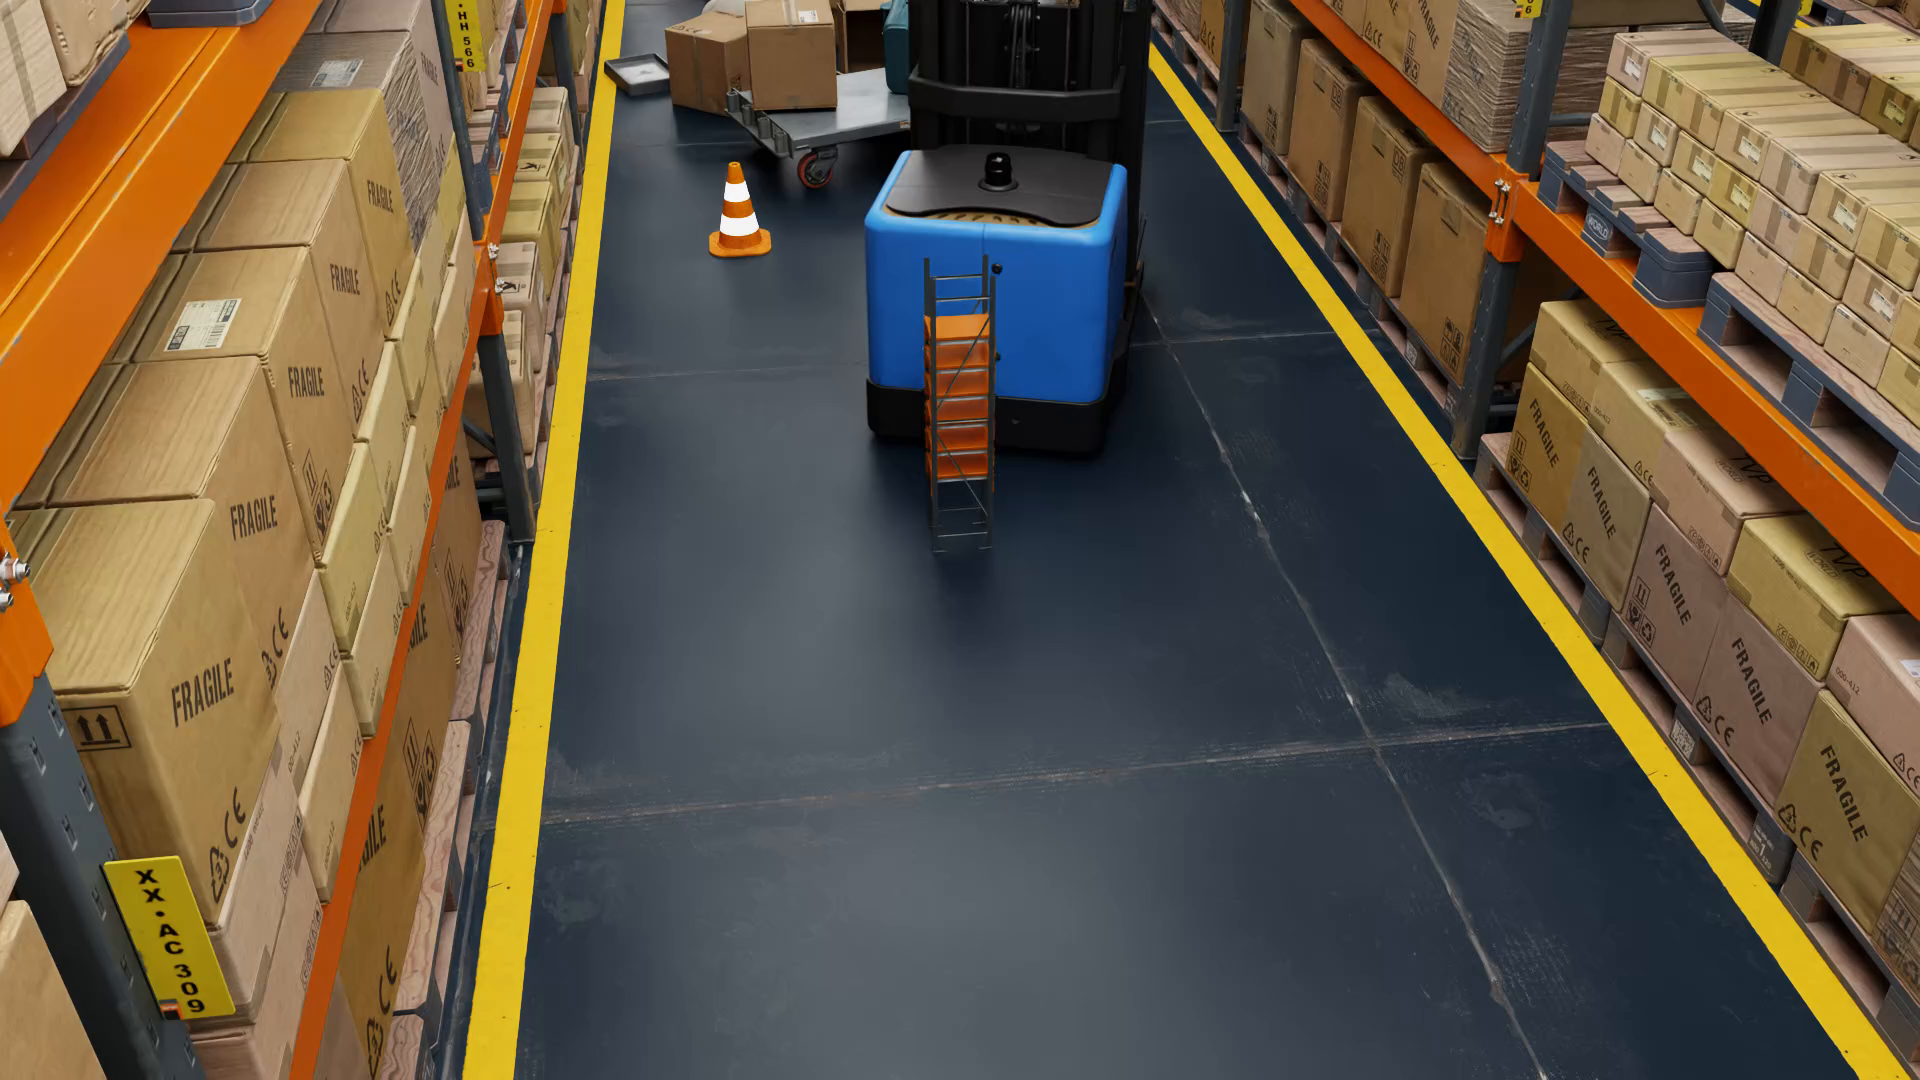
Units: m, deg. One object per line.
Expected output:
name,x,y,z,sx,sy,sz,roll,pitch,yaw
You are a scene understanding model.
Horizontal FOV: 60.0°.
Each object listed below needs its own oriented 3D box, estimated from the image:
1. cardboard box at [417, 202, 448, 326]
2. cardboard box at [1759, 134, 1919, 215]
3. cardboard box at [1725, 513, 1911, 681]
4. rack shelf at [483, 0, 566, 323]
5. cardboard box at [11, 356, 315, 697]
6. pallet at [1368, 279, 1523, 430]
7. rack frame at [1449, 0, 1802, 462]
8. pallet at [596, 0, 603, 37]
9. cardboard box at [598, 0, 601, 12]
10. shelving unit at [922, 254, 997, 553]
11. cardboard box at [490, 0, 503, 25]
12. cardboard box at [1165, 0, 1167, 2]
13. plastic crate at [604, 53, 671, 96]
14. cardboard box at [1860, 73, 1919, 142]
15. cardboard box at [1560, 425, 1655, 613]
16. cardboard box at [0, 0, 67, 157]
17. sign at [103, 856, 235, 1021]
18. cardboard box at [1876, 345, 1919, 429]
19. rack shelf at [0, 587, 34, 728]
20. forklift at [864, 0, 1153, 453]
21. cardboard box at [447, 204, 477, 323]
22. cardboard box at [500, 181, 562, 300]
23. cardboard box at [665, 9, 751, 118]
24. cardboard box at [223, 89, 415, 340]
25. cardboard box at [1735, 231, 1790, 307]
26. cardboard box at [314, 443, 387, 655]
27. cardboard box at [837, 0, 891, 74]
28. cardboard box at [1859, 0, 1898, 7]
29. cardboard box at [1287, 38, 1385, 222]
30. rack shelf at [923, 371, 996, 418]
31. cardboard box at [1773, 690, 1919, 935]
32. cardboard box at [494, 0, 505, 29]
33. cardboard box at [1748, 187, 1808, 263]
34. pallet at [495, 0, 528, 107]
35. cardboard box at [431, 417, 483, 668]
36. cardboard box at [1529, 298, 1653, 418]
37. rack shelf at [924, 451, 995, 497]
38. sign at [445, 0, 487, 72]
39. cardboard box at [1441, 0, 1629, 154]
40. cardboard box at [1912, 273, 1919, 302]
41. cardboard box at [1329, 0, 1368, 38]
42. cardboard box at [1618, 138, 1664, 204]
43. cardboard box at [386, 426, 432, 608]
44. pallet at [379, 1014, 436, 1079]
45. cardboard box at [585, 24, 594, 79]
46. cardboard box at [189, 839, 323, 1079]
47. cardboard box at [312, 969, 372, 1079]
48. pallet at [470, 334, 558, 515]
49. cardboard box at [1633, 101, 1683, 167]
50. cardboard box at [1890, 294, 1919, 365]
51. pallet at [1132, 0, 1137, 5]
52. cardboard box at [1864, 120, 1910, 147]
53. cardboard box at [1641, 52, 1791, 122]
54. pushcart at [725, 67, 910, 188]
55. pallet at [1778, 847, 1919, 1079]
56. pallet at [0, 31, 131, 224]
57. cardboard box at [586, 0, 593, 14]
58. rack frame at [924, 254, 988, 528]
cardboard box,-1.835,-0.828,4.991,0.500,0.250,0.500,-5,35,-8
cardboard box,2.678,-1.109,5.035,0.380,0.149,0.250,-3,34,-4
cardboard box,2.714,0.152,5.044,0.500,0.250,0.500,-6,35,-8
rack shelf,-2.493,-2.039,7.717,1.077,0.370,4.000,-4,35,-6
cardboard box,-1.556,0.008,3.098,0.500,0.500,0.500,-5,35,-7
pallet,2.636,-0.945,7.949,1.003,0.211,1.213,-4,35,-6
rack frame,2.667,-1.652,6.510,1.000,3.000,0.127,-4,35,-6
pallet,-3.216,-4.034,12.482,1.003,0.211,1.213,-4,35,-6
cardboard box,-2.863,-4.001,12.027,0.500,0.250,0.500,-4,35,-6
shelving unit,-0.002,-0.504,6.424,0.258,1.200,0.189,-4,35,-6
cardboard box,-2.210,-2.413,6.901,0.500,0.500,0.500,-4,34,-6
cardboard box,1.868,-4.547,12.272,0.875,0.875,0.875,-5,35,-7
plastic crate,-2.161,-3.184,11.351,0.402,0.080,0.583,-16,38,-23
cardboard box,3.254,-1.442,5.524,0.380,0.149,0.250,-3,34,-5
cardboard box,2.581,-0.098,6.077,0.500,0.500,0.500,-4,34,-6
cardboard box,-1.407,-0.651,2.125,0.396,0.266,0.258,-5,35,-7
sign,-1.136,0.579,2.398,0.100,0.325,0.005,-4,35,-6
cardboard box,2.777,-0.422,4.557,0.380,0.149,0.250,-3,34,-4
rack shelf,-1.417,1.186,0.322,1.077,0.370,4.000,-4,35,-6
forklift,0.353,-2.409,7.682,1.130,2.935,3.031,6,35,8
cardboard box,-1.899,-0.896,5.534,0.500,0.250,0.500,-6,35,-8
cardboard box,-2.494,-1.459,8.187,0.950,0.372,0.625,-3,34,-5
cardboard box,-1.558,-3.121,10.884,0.500,0.500,0.500,20,39,26
cardboard box,-1.758,-0.843,4.346,0.500,0.500,0.500,-4,35,-6
cardboard box,2.676,-0.857,5.194,0.380,0.149,0.250,-3,34,-5
cardboard box,-1.605,0.028,3.735,0.500,0.250,0.500,-4,34,-6
cardboard box,-0.421,-3.399,11.171,0.797,0.637,0.503,-4,35,-6
cardboard box,6.798,-4.229,12.139,0.500,0.500,0.500,-7,35,-11
cardboard box,2.428,-2.249,9.012,1.050,0.750,0.750,-4,35,-6
rack shelf,-0.002,-0.566,6.381,0.258,0.103,0.180,-4,35,-6
cardboard box,2.787,0.760,4.818,0.500,0.500,0.500,-5,35,-8
cardboard box,-2.253,-2.391,7.445,0.380,0.149,0.250,-3,34,-5
cardboard box,2.678,-0.980,5.110,0.380,0.149,0.250,-4,35,-6
pallet,-2.531,-2.243,7.547,1.003,0.211,1.213,-4,35,-6
cardboard box,-2.214,-0.124,5.782,0.875,0.875,0.875,-5,35,-7
cardboard box,2.520,-0.699,6.293,0.500,0.250,0.500,-6,35,-9
rack shelf,-0.002,-0.269,6.584,0.258,0.103,0.180,-4,35,-6
sign,-1.675,-1.743,5.615,0.100,0.325,0.005,-4,35,-6
cardboard box,2.341,-1.924,6.821,0.500,0.500,0.500,-4,35,-6
cardboard box,2.783,-0.672,4.394,0.380,0.149,0.250,-6,35,-9
cardboard box,2.135,-2.767,8.058,0.500,0.500,0.500,-4,34,-6
cardboard box,2.563,-1.307,5.854,0.380,0.149,0.250,-3,34,-4
cardboard box,-1.666,-0.047,4.289,0.500,0.250,0.500,-5,35,-7
pallet,-1.865,1.739,4.010,1.003,0.211,1.213,-4,35,-6
cardboard box,-2.657,-3.136,10.757,0.500,0.250,0.500,-3,34,-4
cardboard box,-1.484,0.808,3.033,0.500,0.250,0.500,-5,35,-7
cardboard box,-1.849,1.376,3.580,0.875,0.875,0.875,-3,34,-5
pallet,-2.328,-0.504,7.302,1.003,0.211,1.213,-4,35,-6
cardboard box,2.572,-1.408,5.739,0.380,0.149,0.250,-3,34,-4
cardboard box,2.775,-0.554,4.486,0.380,0.149,0.250,-4,35,-6
pallet,1.776,-4.523,13.200,1.003,0.211,1.213,-4,35,-6
cardboard box,3.261,-1.308,5.591,0.380,0.149,0.250,-4,34,-5
cardboard box,2.576,-1.545,5.675,0.380,0.149,0.250,-5,35,-8
pushcart,-0.510,-2.569,10.185,1.648,0.377,0.936,-16,38,-23
pallet,3.099,1.299,4.657,1.003,0.211,1.213,-4,35,-6
pallet,-1.858,-0.656,2.556,0.805,0.209,1.217,-6,35,-8
cardboard box,-2.726,-3.737,10.972,0.500,0.500,0.500,-3,34,-4
rack frame,-0.014,-0.555,6.499,0.240,1.200,0.006,-4,35,-6
